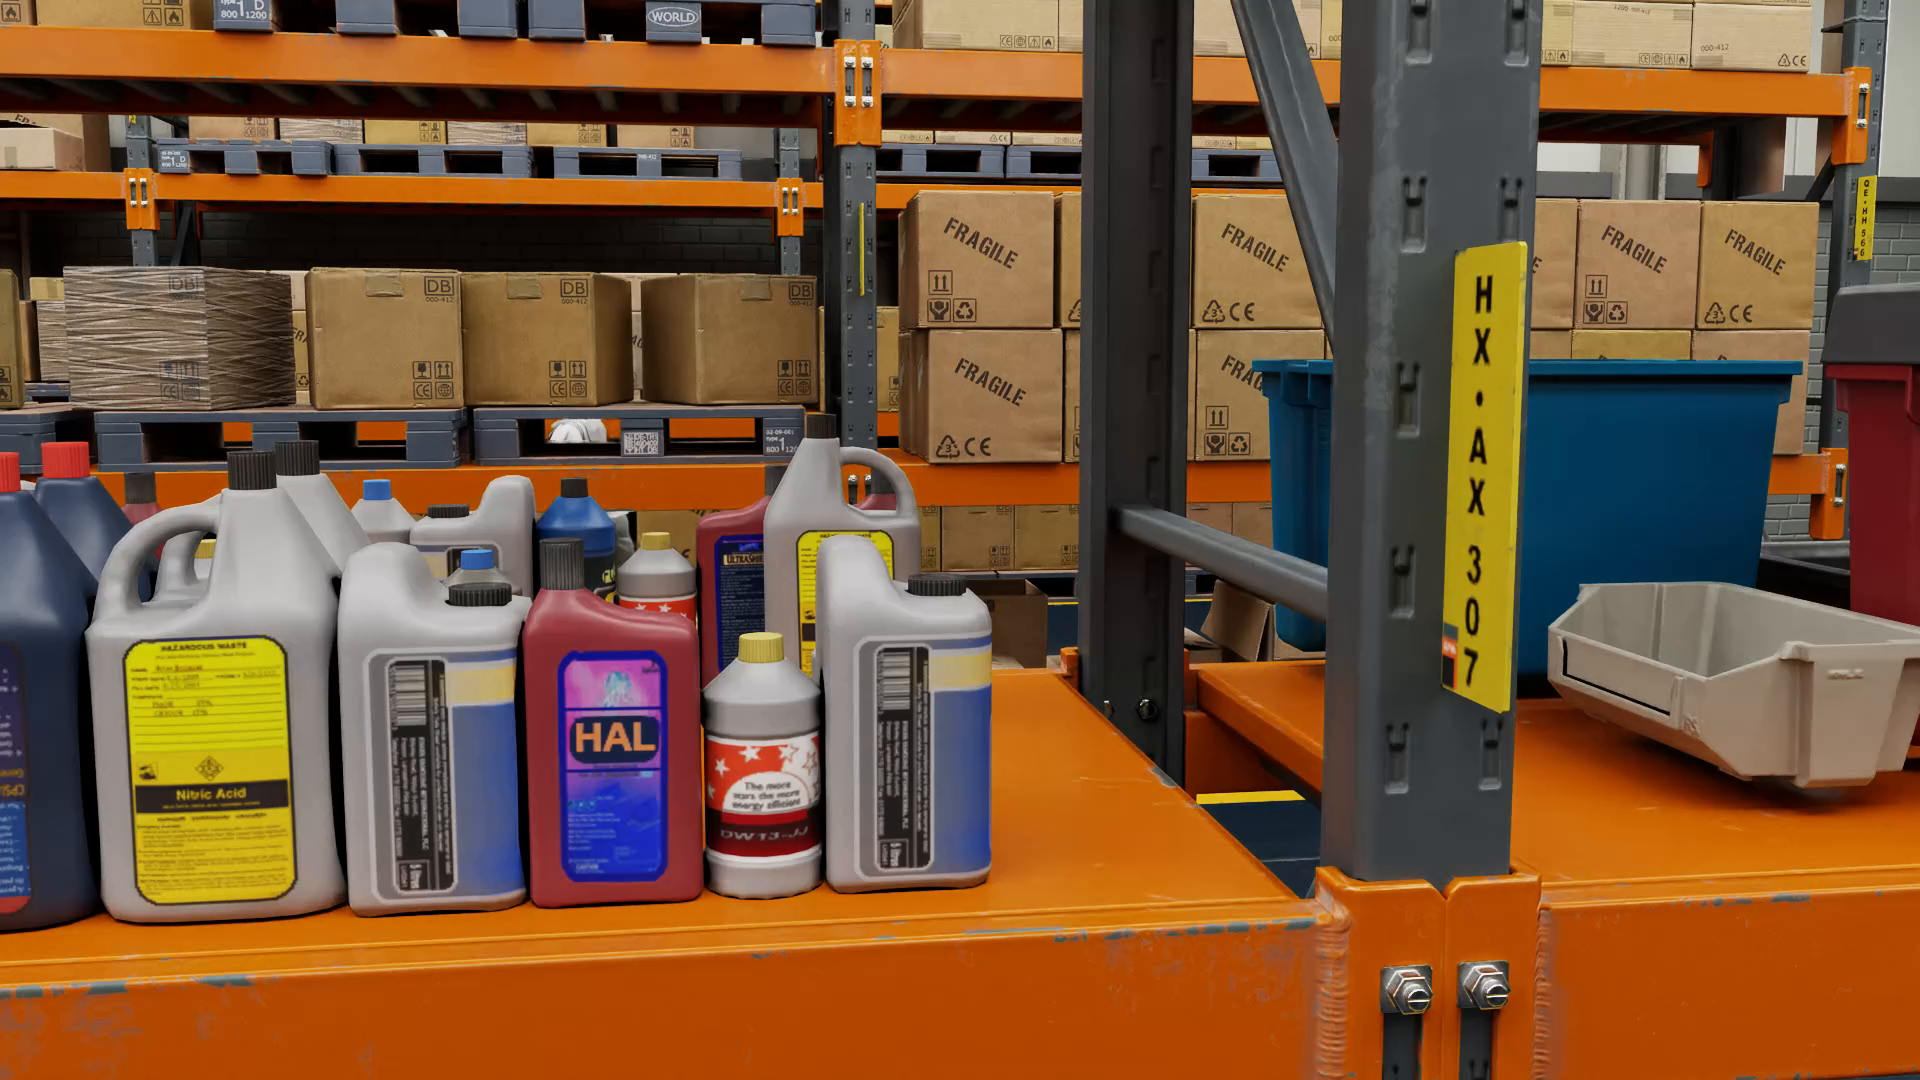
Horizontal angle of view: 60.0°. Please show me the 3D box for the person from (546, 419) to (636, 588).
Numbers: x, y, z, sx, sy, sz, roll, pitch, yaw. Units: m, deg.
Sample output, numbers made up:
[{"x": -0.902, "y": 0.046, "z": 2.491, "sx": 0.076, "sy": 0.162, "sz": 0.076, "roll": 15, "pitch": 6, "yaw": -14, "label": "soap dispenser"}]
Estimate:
[{"x": -1.950, "y": -0.085, "z": 8.510, "sx": 1.070, "sy": 1.588, "sz": 0.494, "roll": 2, "pitch": 7, "yaw": 17, "label": "person"}]
